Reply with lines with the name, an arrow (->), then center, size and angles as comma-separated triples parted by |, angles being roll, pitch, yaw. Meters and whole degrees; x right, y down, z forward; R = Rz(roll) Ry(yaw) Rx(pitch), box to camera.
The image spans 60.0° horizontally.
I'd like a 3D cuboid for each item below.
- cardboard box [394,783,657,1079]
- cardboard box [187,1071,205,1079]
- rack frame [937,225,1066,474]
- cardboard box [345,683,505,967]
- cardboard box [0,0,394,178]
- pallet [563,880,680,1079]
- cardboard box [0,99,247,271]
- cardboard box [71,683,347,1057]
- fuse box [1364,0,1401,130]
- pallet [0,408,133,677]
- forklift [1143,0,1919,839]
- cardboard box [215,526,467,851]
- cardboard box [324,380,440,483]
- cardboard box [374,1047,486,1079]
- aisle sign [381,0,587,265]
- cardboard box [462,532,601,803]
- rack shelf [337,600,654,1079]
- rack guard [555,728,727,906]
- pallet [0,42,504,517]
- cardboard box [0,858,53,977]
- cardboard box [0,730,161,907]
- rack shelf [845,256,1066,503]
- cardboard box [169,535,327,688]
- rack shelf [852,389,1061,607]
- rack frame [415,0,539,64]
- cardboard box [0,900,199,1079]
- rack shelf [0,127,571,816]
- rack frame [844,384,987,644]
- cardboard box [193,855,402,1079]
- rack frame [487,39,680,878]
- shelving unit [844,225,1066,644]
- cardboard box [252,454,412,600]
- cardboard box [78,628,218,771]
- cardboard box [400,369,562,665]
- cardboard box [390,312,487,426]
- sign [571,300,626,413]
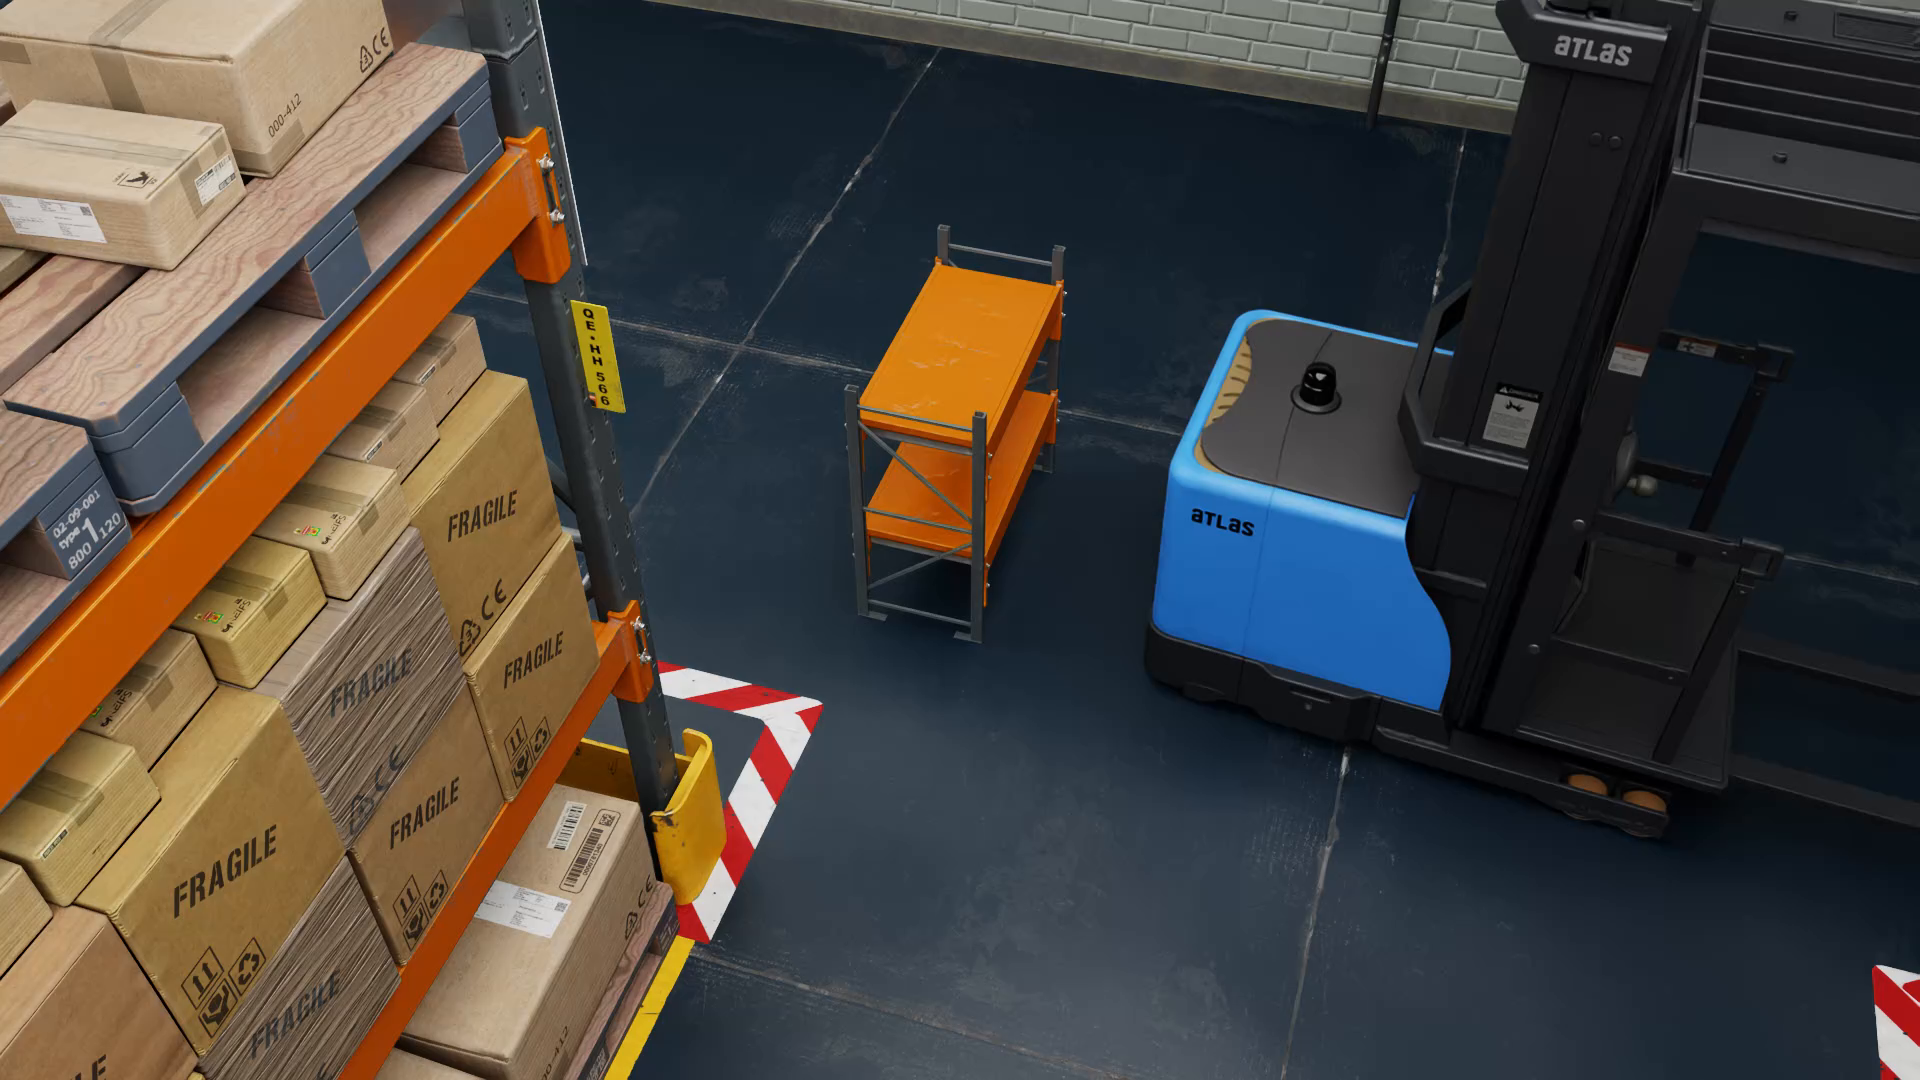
cardboard box -> -1.503, 1.156, 4.955 | 0.875, 0.438, 0.875 | 11, 45, 11
cardboard box -> -1.749, 1.295, 3.211 | 0.500, 0.500, 0.500 | 14, 46, 14
rack frame -> 0.156, -0.745, 6.707 | 0.500, 1.125, 0.032 | 13, 46, 13
cardboard box -> -1.459, 0.603, 3.918 | 0.500, 0.500, 0.500 | 12, 46, 12
cardboard box -> -1.449, -0.956, 3.173 | 0.500, 0.250, 0.500 | 9, 45, 9
pallet -> -1.566, 1.476, 5.091 | 1.003, 0.211, 1.213 | 13, 46, 13
cardboard box -> -1.500, -0.623, 2.905 | 0.380, 0.149, 0.250 | 9, 45, 9
cardboard box -> -1.601, 0.592, 3.214 | 0.500, 0.500, 0.500 | 12, 46, 12
fuse box -> 2.245, -2.831, 8.420 | 0.539, 1.711, 0.414 | 13, 46, 13
pallet -> -1.981, 0.202, 2.318 | 1.003, 0.211, 1.213 | 13, 46, 13
forklift -> 2.251, -0.454, 5.118 | 3.031, 2.935, 1.130 | 15, 46, 15
cardboard box -> -1.448, 0.263, 3.550 | 0.500, 0.500, 0.500 | 13, 46, 13
cardboard box -> -1.370, -0.239, 3.600 | 0.380, 0.149, 0.250 | 13, 46, 13
cardboard box -> -1.772, 1.768, 4.330 | 0.875, 0.438, 0.875 | 14, 46, 14
aisle sign -> -1.081, -0.982, 3.750 | 0.394, 0.787, 0.004 | 13, 46, 13
cardboard box -> -1.292, 0.271, 4.256 | 0.500, 0.500, 0.500 | 13, 46, 13
rack shelf -> -2.004, 1.520, 3.567 | 1.077, 0.370, 4.000 | 13, 46, 13
rack guard -> -1.391, 0.807, 5.568 | 1.175, 0.500, 0.348 | 13, 46, 13
pallet -> -1.613, -0.614, 3.152 | 1.003, 0.211, 1.213 | 13, 46, 13
cardboard box -> -1.748, 0.619, 2.722 | 0.380, 0.149, 0.250 | 14, 46, 14
cardboard box -> -1.650, 0.448, 2.897 | 0.380, 0.149, 0.250 | 14, 46, 13
rack shelf -> 0.002, -0.616, 6.156 | 0.538, 0.278, 1.000 | 13, 46, 13
cardboard box -> -1.484, 0.110, 3.243 | 0.380, 0.149, 0.250 | 14, 46, 13
rack shelf -> 0.002, -0.232, 6.532 | 0.538, 0.278, 1.000 | 13, 46, 13
rack frame -> -1.398, -2.215, 2.579 | 1.000, 3.000, 0.127 | 13, 46, 13
cardboard box -> -1.755, 0.927, 2.872 | 0.500, 0.500, 0.500 | 12, 46, 12
rack shelf -> -2.004, 0.448, 2.517 | 1.077, 0.370, 4.000 | 13, 46, 13
rack frame -> -0.152, -0.068, 6.015 | 0.500, 1.125, 0.032 | 13, 46, 13
cardboard box -> -1.605, 0.948, 3.565 | 0.500, 0.500, 0.500 | 14, 46, 14
rack frame -> -1.398, -0.070, 4.677 | 1.000, 3.000, 0.127 | 13, 46, 13
shelving unit -> 0.002, -0.407, 6.361 | 0.538, 1.125, 1.048 | 13, 46, 13
cardboard box -> -1.368, -0.050, 3.406 | 0.380, 0.149, 0.250 | 12, 46, 12
cardboard box -> -1.630, 0.269, 3.080 | 0.380, 0.149, 0.250 | 12, 46, 12
cardboard box -> -1.318, -0.092, 3.913 | 0.500, 0.500, 0.500 | 14, 46, 14
cardboard box -> -1.316, -0.414, 3.778 | 0.380, 0.149, 0.250 | 13, 46, 13
sign -> -0.885, -0.445, 4.063 | 0.100, 0.325, 0.005 | 13, 46, 13
